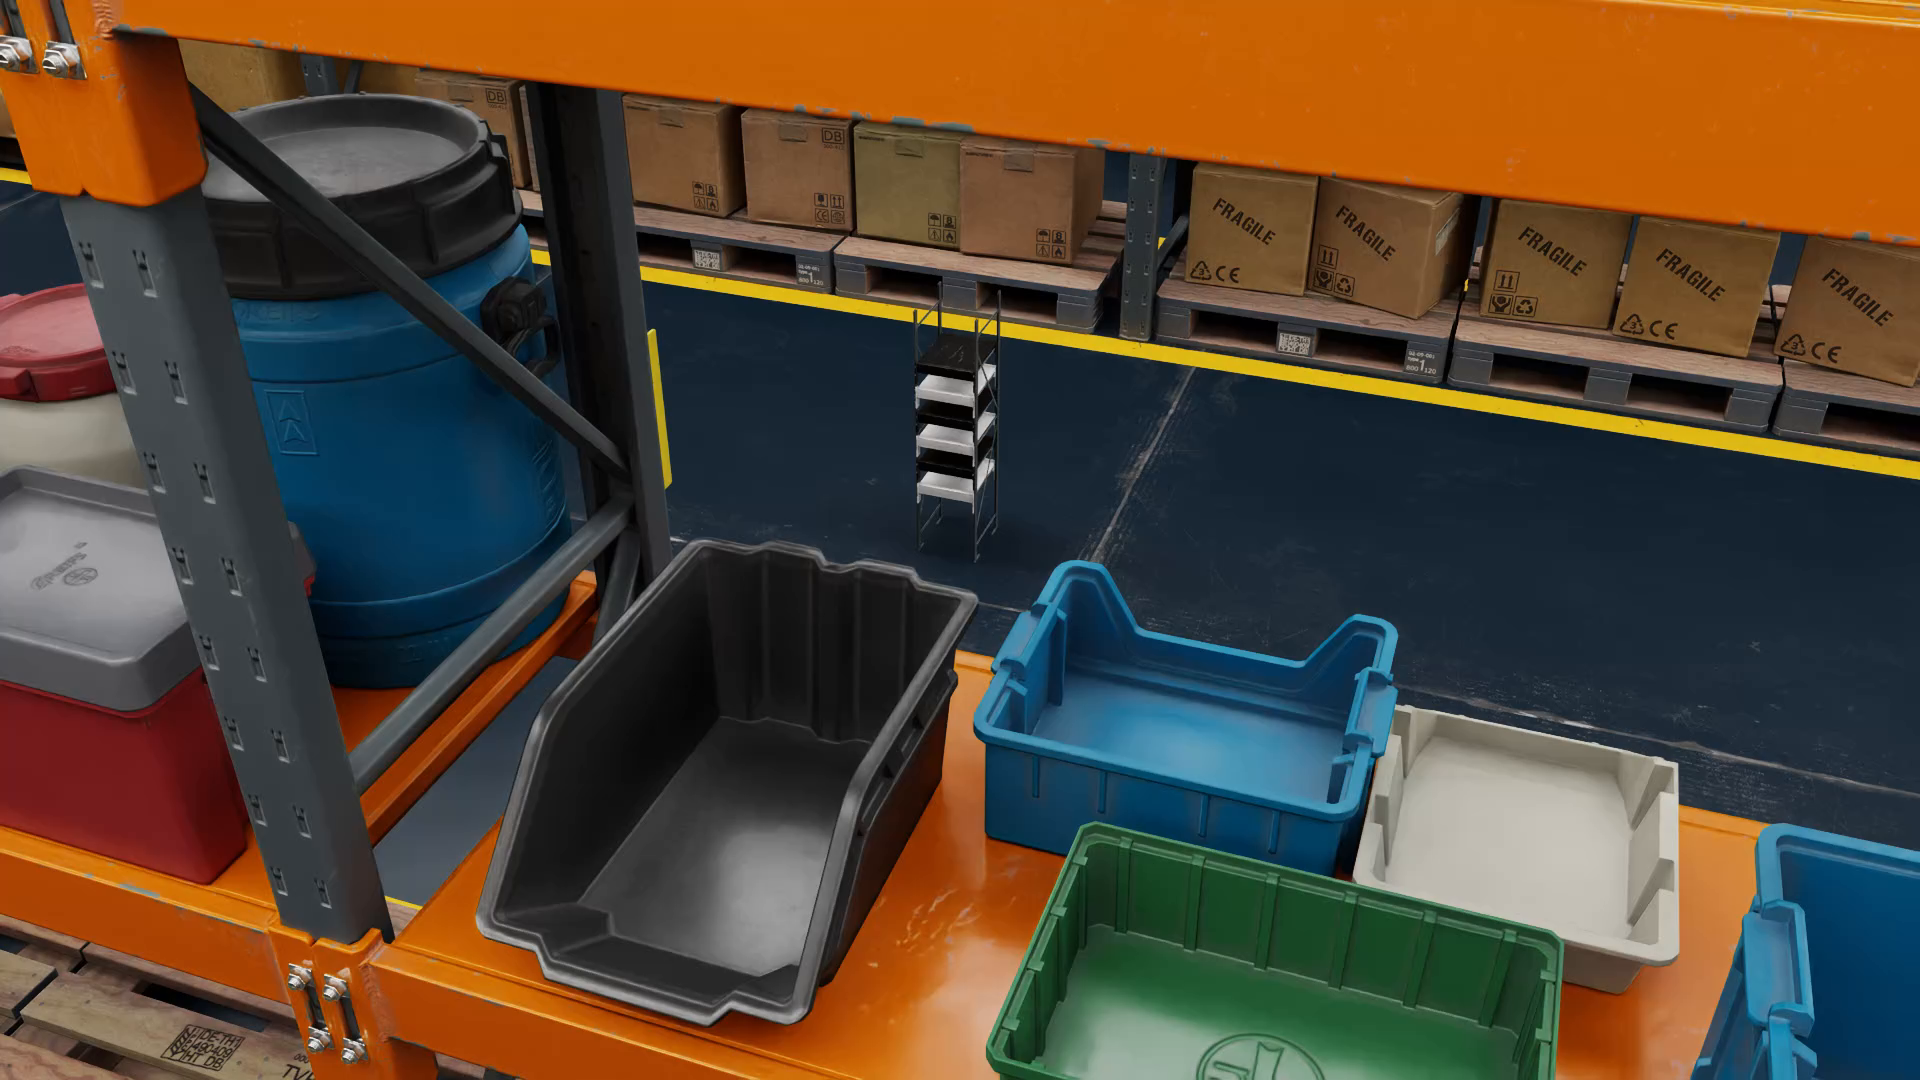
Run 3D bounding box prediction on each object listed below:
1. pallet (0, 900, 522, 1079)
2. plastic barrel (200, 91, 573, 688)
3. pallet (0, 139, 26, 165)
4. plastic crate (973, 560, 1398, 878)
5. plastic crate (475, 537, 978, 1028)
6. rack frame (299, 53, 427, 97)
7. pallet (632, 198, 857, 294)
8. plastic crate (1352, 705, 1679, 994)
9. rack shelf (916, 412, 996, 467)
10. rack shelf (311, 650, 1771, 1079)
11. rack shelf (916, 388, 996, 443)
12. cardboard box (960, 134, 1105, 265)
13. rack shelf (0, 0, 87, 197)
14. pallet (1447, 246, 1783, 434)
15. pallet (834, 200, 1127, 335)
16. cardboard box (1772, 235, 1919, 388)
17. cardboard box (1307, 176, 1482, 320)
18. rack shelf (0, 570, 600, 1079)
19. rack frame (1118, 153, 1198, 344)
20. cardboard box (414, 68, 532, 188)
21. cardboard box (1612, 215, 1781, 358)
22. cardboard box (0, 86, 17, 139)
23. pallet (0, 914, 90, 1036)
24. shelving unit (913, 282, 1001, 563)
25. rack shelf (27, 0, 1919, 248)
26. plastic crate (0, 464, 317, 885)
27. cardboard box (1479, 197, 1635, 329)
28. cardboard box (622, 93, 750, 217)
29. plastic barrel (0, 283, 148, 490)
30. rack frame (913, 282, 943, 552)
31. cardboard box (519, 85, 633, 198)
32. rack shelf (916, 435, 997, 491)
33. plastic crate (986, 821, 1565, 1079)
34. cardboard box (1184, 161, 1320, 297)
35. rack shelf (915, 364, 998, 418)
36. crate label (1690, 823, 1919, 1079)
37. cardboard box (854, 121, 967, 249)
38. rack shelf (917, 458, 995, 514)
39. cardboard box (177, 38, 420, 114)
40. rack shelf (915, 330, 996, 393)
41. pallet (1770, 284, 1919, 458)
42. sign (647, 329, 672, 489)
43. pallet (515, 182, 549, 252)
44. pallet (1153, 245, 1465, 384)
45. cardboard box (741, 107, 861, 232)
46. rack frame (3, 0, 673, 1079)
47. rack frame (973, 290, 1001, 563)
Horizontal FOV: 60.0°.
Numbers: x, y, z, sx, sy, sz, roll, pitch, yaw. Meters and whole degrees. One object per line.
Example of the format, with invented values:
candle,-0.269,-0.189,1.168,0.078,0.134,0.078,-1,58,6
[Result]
pallet,-1.522,1.220,3.666,1.213,0.211,1.003,11,34,16
plastic barrel,-1.031,-0.264,2.931,0.708,0.901,0.600,11,34,16
pallet,-4.725,-2.324,9.155,1.213,0.211,1.003,11,34,16
plastic crate,0.364,0.299,2.659,0.616,0.251,0.499,11,34,16
plastic crate,-0.319,0.359,2.486,0.504,0.338,0.767,11,34,16
rack frame,-2.864,-3.089,7.769,0.127,3.000,1.000,11,34,16
pallet,-0.984,-1.549,7.955,1.213,0.211,1.003,11,34,16
plastic crate,0.845,0.451,2.529,0.437,0.136,0.530,11,34,16
rack shelf,-0.008,-0.352,5.526,0.200,0.077,0.258,11,34,16
rack shelf,1.114,0.840,2.346,4.000,0.370,1.077,11,34,16
rack shelf,-0.008,-0.427,5.477,0.200,0.077,0.258,11,34,16
cardboard box,0.331,-1.615,7.385,0.500,0.500,0.700,8,34,13
rack shelf,-2.652,-1.152,2.666,4.000,0.370,1.077,11,34,16
pallet,2.698,-0.858,6.884,1.213,0.211,1.003,11,34,16
pallet,0.168,-1.327,7.611,1.213,0.211,1.003,11,34,16
cardboard box,3.511,-0.966,6.398,0.500,0.500,0.500,21,38,29
cardboard box,1.807,-1.289,6.898,0.500,0.500,0.500,23,39,31
rack shelf,-2.652,0.108,3.480,4.000,0.370,1.077,11,34,16
rack frame,0.902,-2.357,6.635,0.127,3.000,1.000,11,34,16
cardboard box,-2.226,-2.111,8.153,0.500,0.500,0.700,9,34,14
cardboard box,2.928,-1.090,6.590,0.500,0.500,0.500,14,35,21
cardboard box,-4.343,-2.677,8.702,0.875,0.875,1.225,11,34,17
pallet,-2.674,0.997,4.010,1.213,0.211,1.003,11,34,16
shelving unit,-0.008,-0.380,5.508,0.210,0.900,0.258,11,34,16
rack shelf,1.114,-0.420,1.532,4.000,0.370,1.077,11,34,16
plastic crate,-1.328,0.213,2.596,0.583,0.464,0.402,11,34,16
cardboard box,2.418,-1.215,6.784,0.500,0.500,0.500,8,34,12
cardboard box,-1.164,-1.916,7.851,0.500,0.500,0.700,14,35,20
plastic barrel,-1.596,-0.172,3.126,0.433,0.535,0.433,0,33,0
rack frame,-0.103,-0.398,5.537,0.006,0.900,0.240,11,34,16
cardboard box,-1.700,-2.016,8.006,0.500,0.500,0.700,8,34,12
rack shelf,-0.008,-0.276,5.575,0.200,0.077,0.258,11,34,16
plastic crate,0.413,0.654,2.167,0.662,0.188,0.450,11,34,16
cardboard box,1.265,-1.389,7.054,0.500,0.500,0.500,10,34,15
rack shelf,-0.008,-0.503,5.429,0.200,0.077,0.258,11,34,16
crate label,1.172,0.691,1.882,0.616,0.435,0.502,11,34,16
cardboard box,-0.112,-1.712,7.535,0.500,0.500,0.700,11,34,16
rack shelf,-0.008,-0.200,5.624,0.200,0.077,0.258,11,34,16
cardboard box,-3.506,-2.510,8.443,0.875,0.875,1.225,9,34,14
rack shelf,-0.008,-0.578,5.380,0.200,0.077,0.258,11,34,16
pallet,3.843,-0.634,6.537,1.213,0.211,1.003,11,34,16
sign,-0.573,-0.223,3.075,0.005,0.325,0.100,11,34,16
pallet,-2.129,-1.774,8.302,1.213,0.211,1.003,11,34,16
pallet,1.546,-1.080,7.229,1.213,0.211,1.003,11,34,16
cardboard box,-0.638,-1.814,7.693,0.500,0.500,0.700,8,34,12
rack frame,-0.769,0.172,2.718,0.127,3.000,1.000,11,34,16
rack frame,0.088,-0.361,5.479,0.006,0.900,0.240,11,34,16
